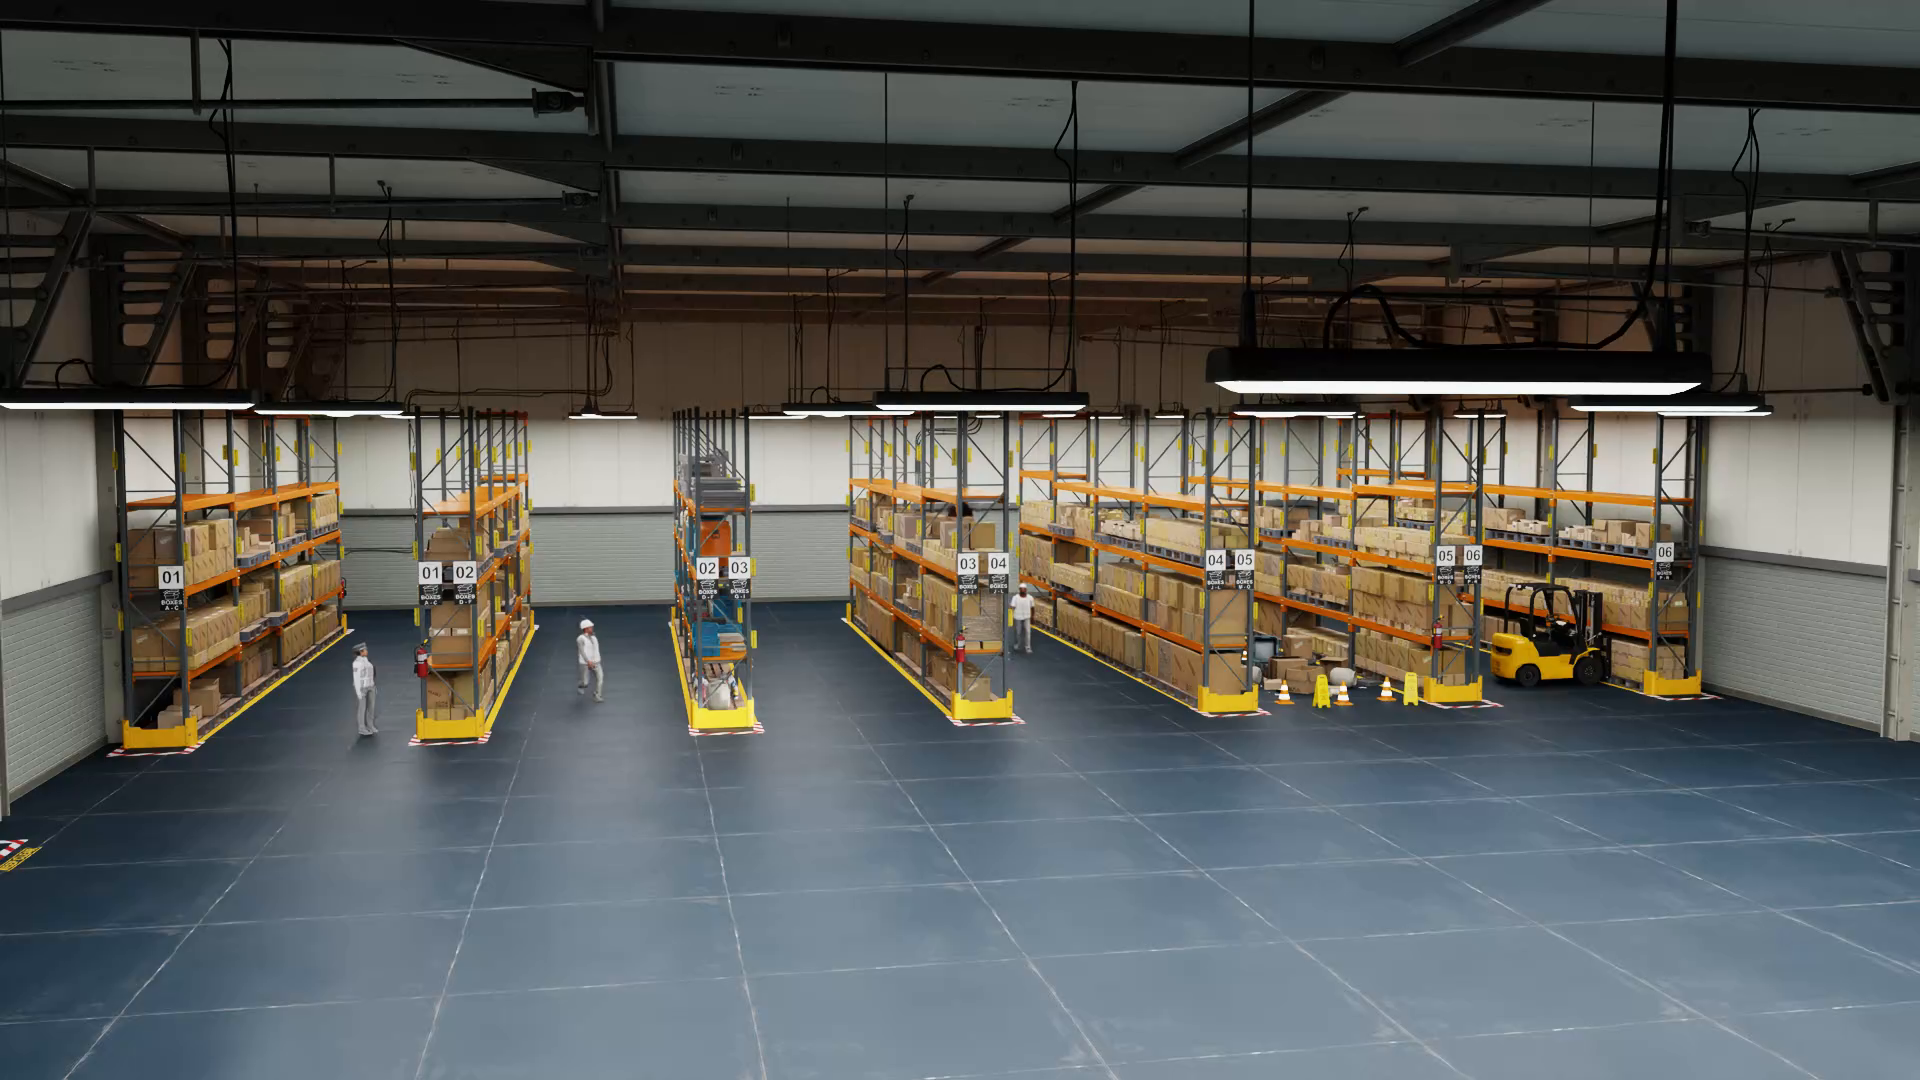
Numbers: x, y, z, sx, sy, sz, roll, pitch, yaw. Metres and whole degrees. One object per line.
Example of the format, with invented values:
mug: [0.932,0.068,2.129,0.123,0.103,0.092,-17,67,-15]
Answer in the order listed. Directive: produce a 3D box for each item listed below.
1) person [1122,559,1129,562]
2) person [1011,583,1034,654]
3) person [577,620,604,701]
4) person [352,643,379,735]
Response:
person: [4.826,1.402,49.128,0.468,1.702,0.543,-3,5,-36]
person: [1.554,1.934,41.149,0.657,1.724,0.995,-1,4,-13]
person: [-7.556,2.476,34.162,0.557,1.644,0.918,-3,5,-36]
person: [-10.910,2.730,30.498,0.382,1.723,0.561,1,4,19]
